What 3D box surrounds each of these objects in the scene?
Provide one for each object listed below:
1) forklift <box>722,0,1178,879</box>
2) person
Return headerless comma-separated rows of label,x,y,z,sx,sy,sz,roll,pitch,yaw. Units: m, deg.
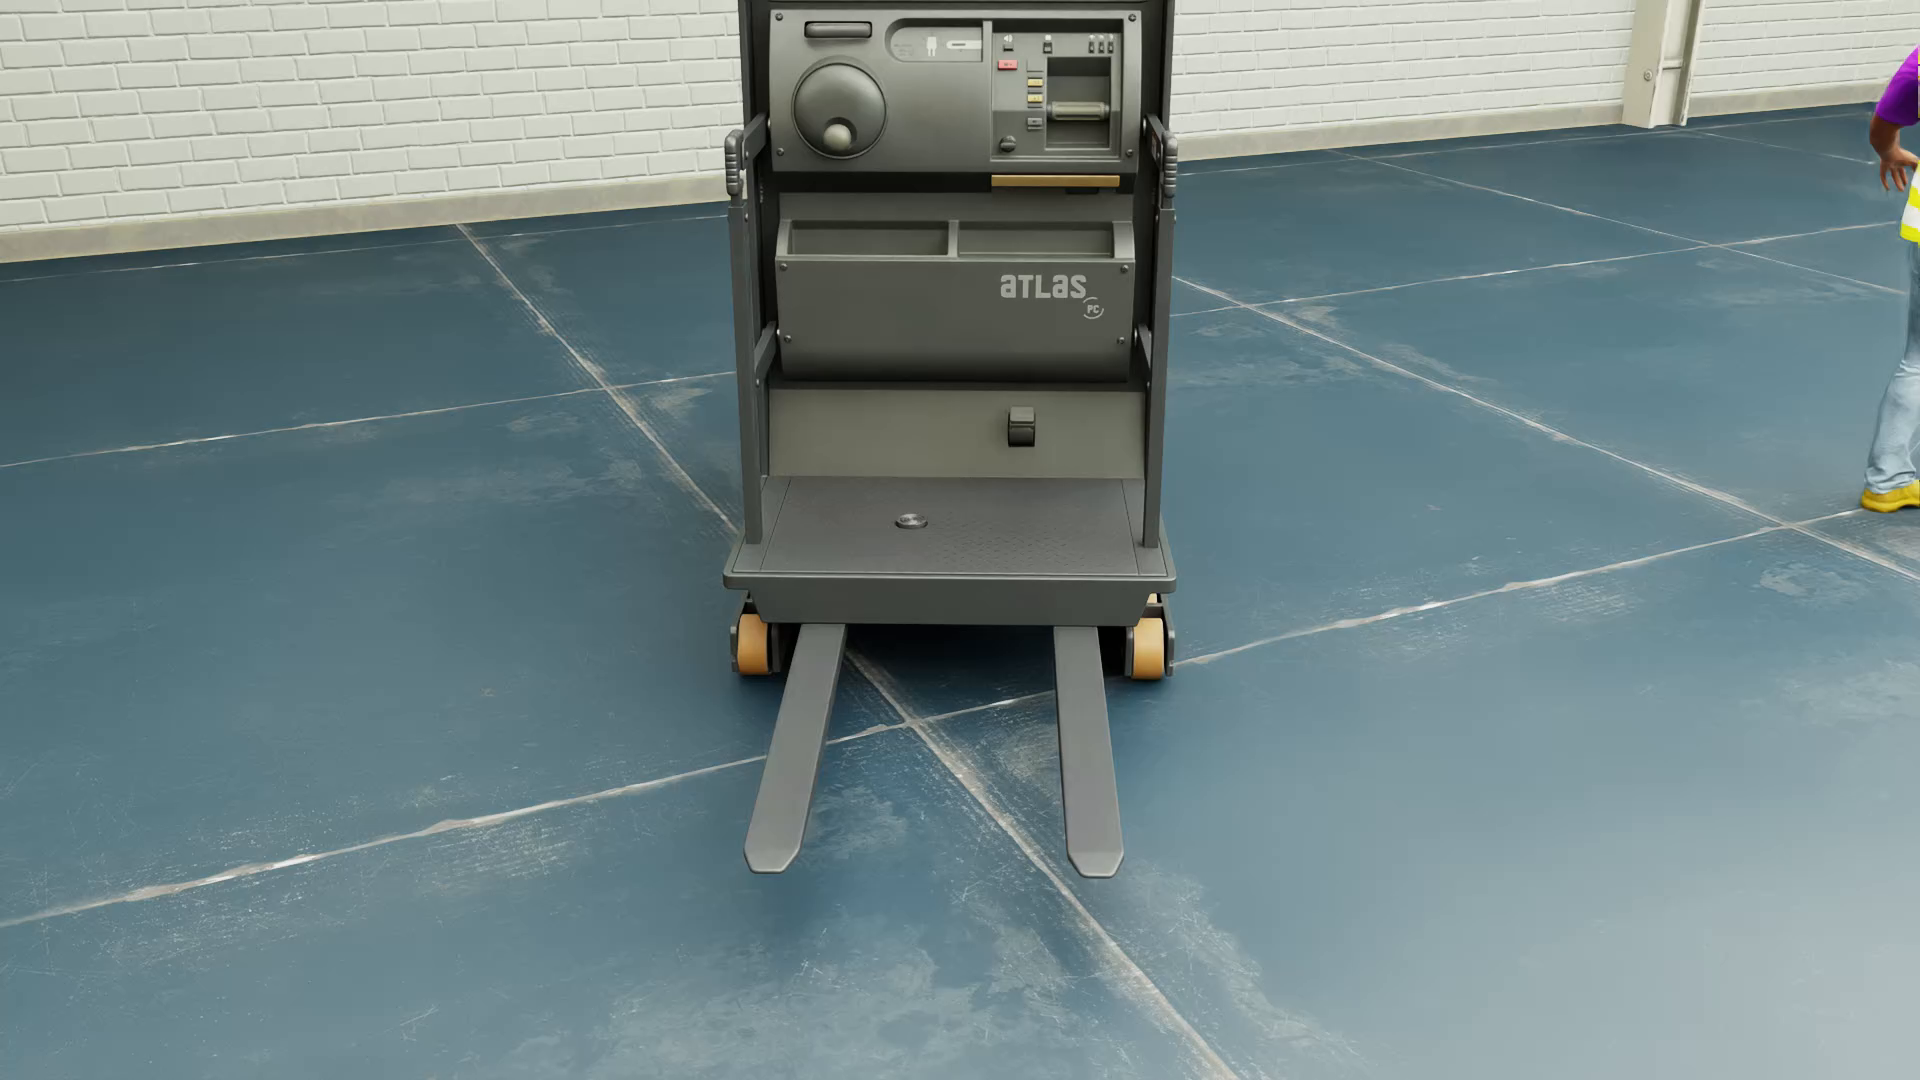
forklift,-0.015,-1.116,3.973,1.130,2.935,3.031,1,23,1
person,3.145,-0.895,5.056,0.533,1.792,1.004,-11,25,-26
